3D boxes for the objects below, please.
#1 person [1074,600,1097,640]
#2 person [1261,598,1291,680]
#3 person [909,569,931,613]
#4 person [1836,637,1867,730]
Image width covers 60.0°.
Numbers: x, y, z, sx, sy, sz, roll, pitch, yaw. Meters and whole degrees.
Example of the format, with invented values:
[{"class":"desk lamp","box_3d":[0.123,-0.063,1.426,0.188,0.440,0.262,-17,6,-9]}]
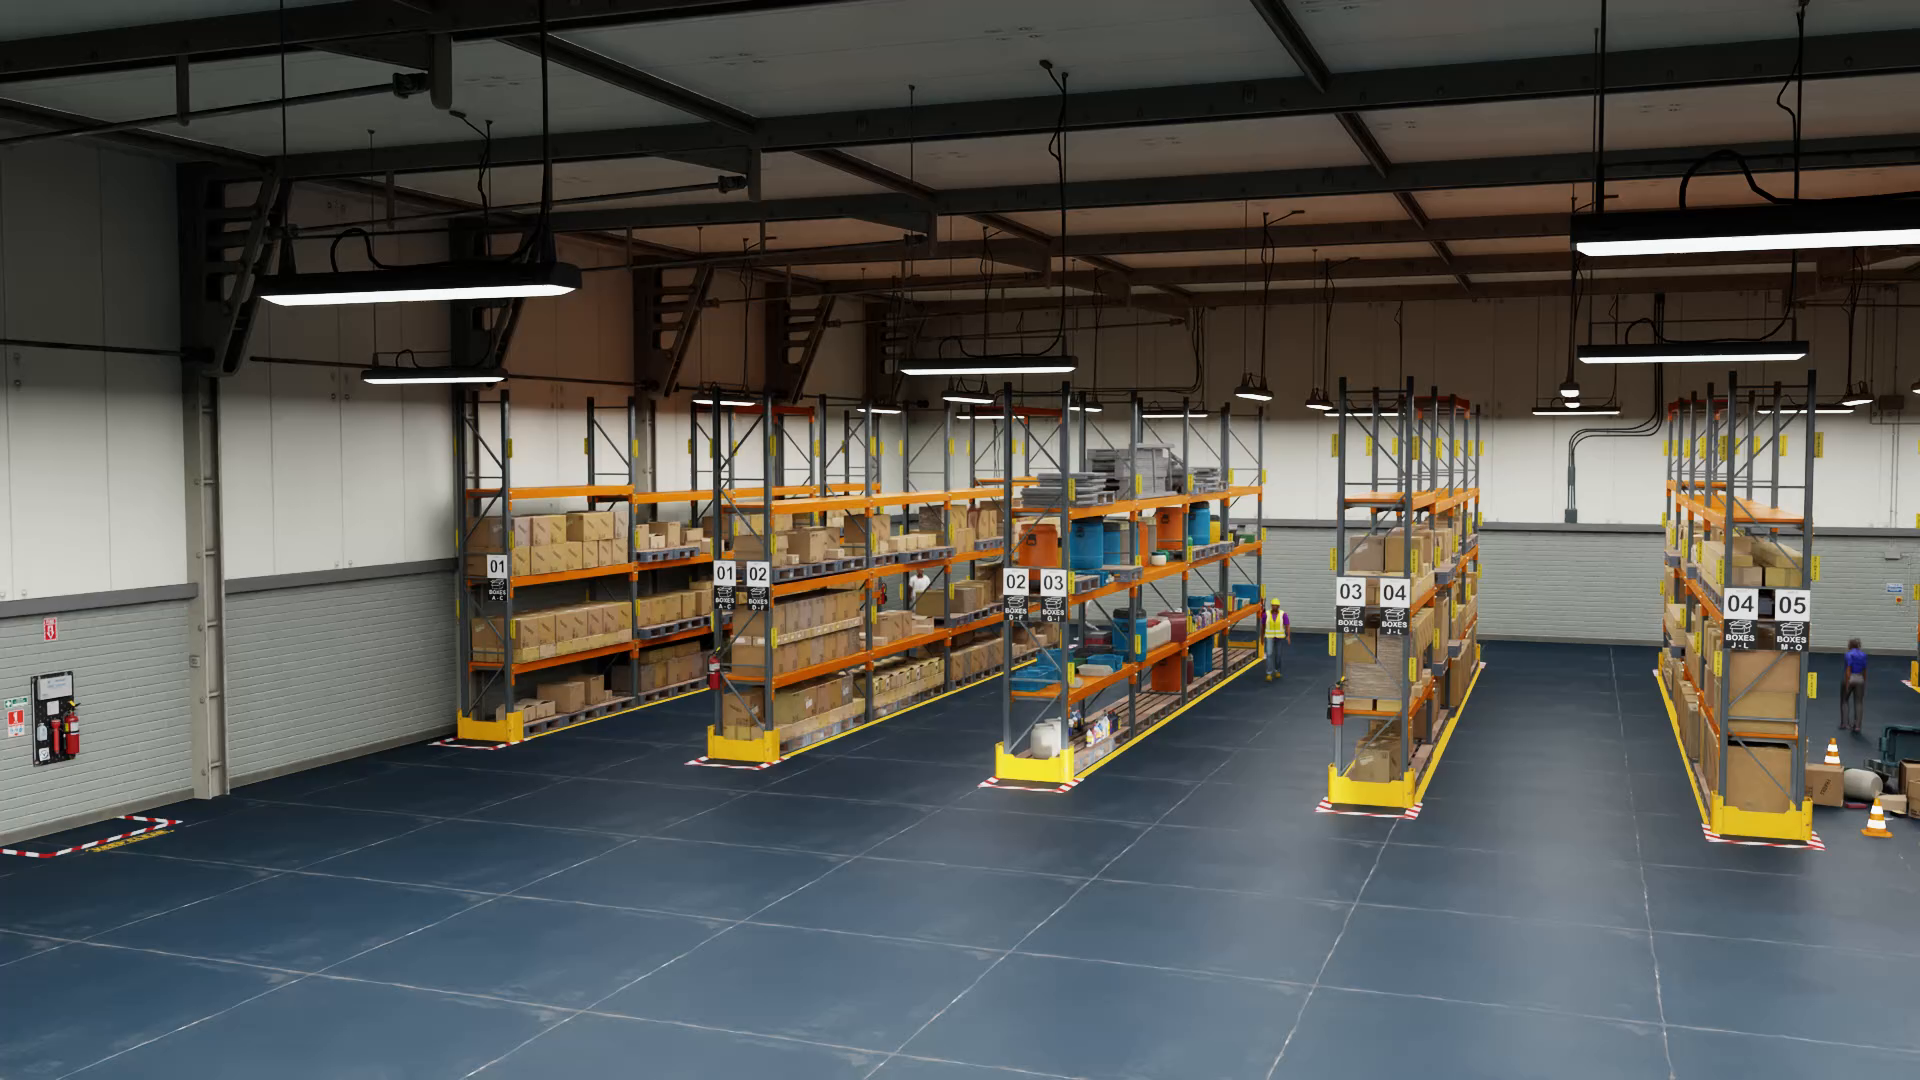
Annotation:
[{"class":"person","box_3d":[3.262,1.865,43.220,0.659,1.477,0.417,0,3,-8]},{"class":"person","box_3d":[6.833,2.129,35.984,0.635,1.749,0.773,1,3,11]},{"class":"person","box_3d":[-1.096,1.600,46.032,0.628,1.783,0.881,0,3,-5]},{"class":"person","box_3d":[15.872,2.581,29.513,0.445,1.704,0.596,1,3,13]}]
